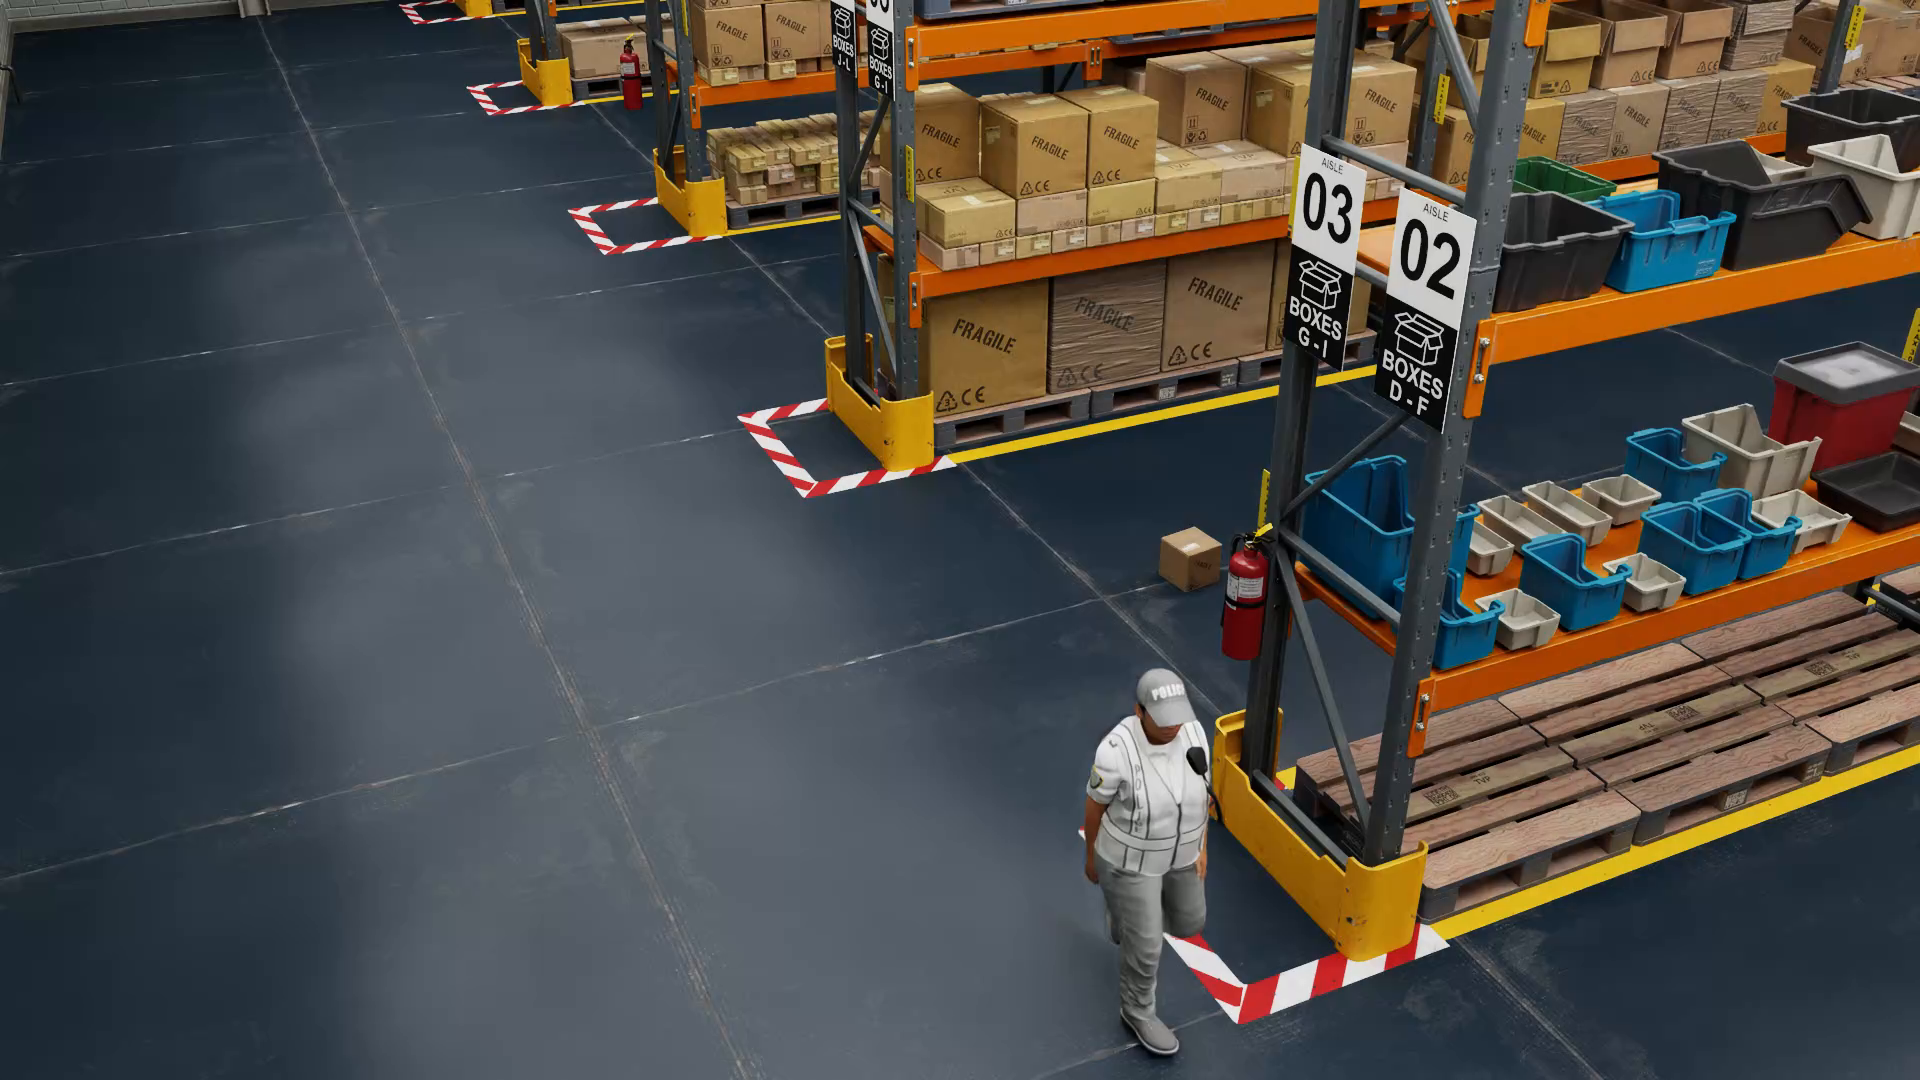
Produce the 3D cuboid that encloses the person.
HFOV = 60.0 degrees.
[{"bbox_3d":[0.695,1.157,6.377,0.477,1.644,0.676,-14,33,-23],"label":"person"}]
